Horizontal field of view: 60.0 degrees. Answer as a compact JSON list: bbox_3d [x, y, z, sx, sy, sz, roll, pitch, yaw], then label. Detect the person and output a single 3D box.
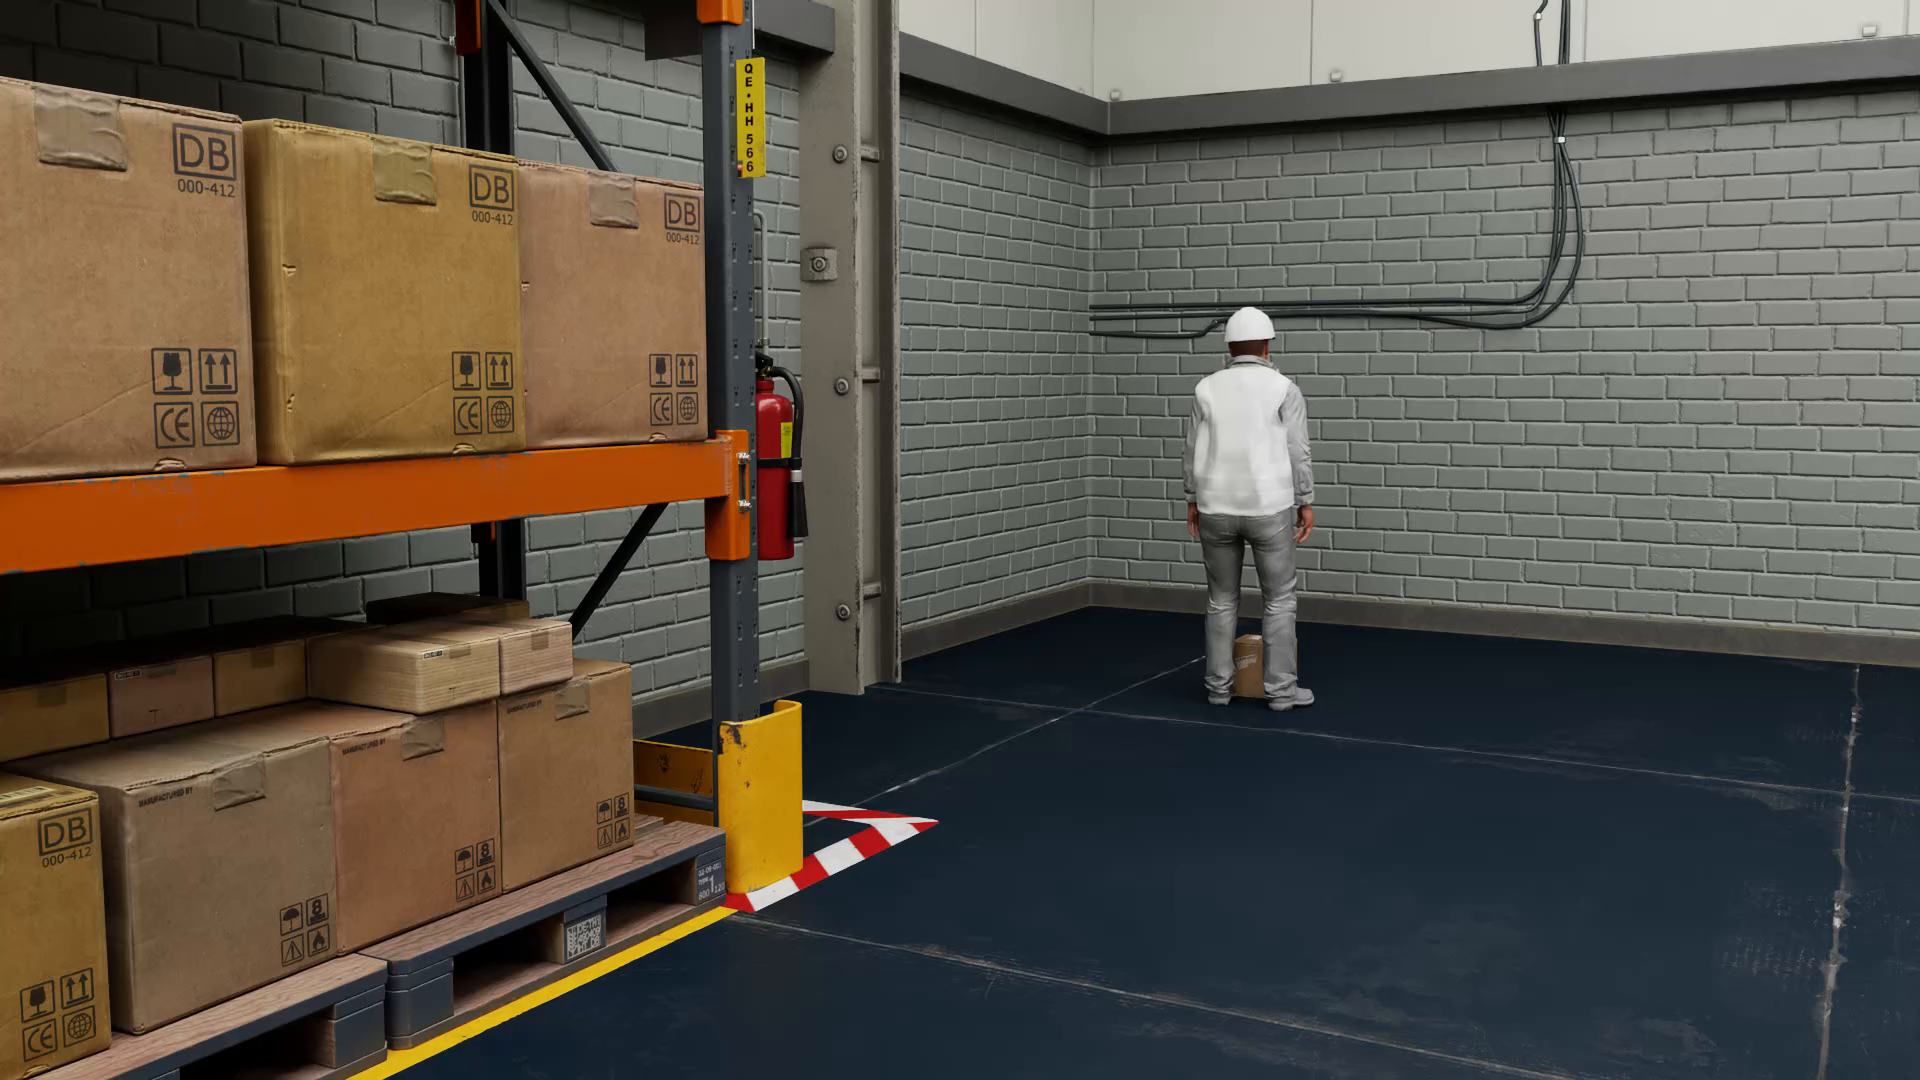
[{"bbox_3d":[1.280,-0.146,7.410,0.590,1.773,0.459,3,7,26],"label":"person"}]
